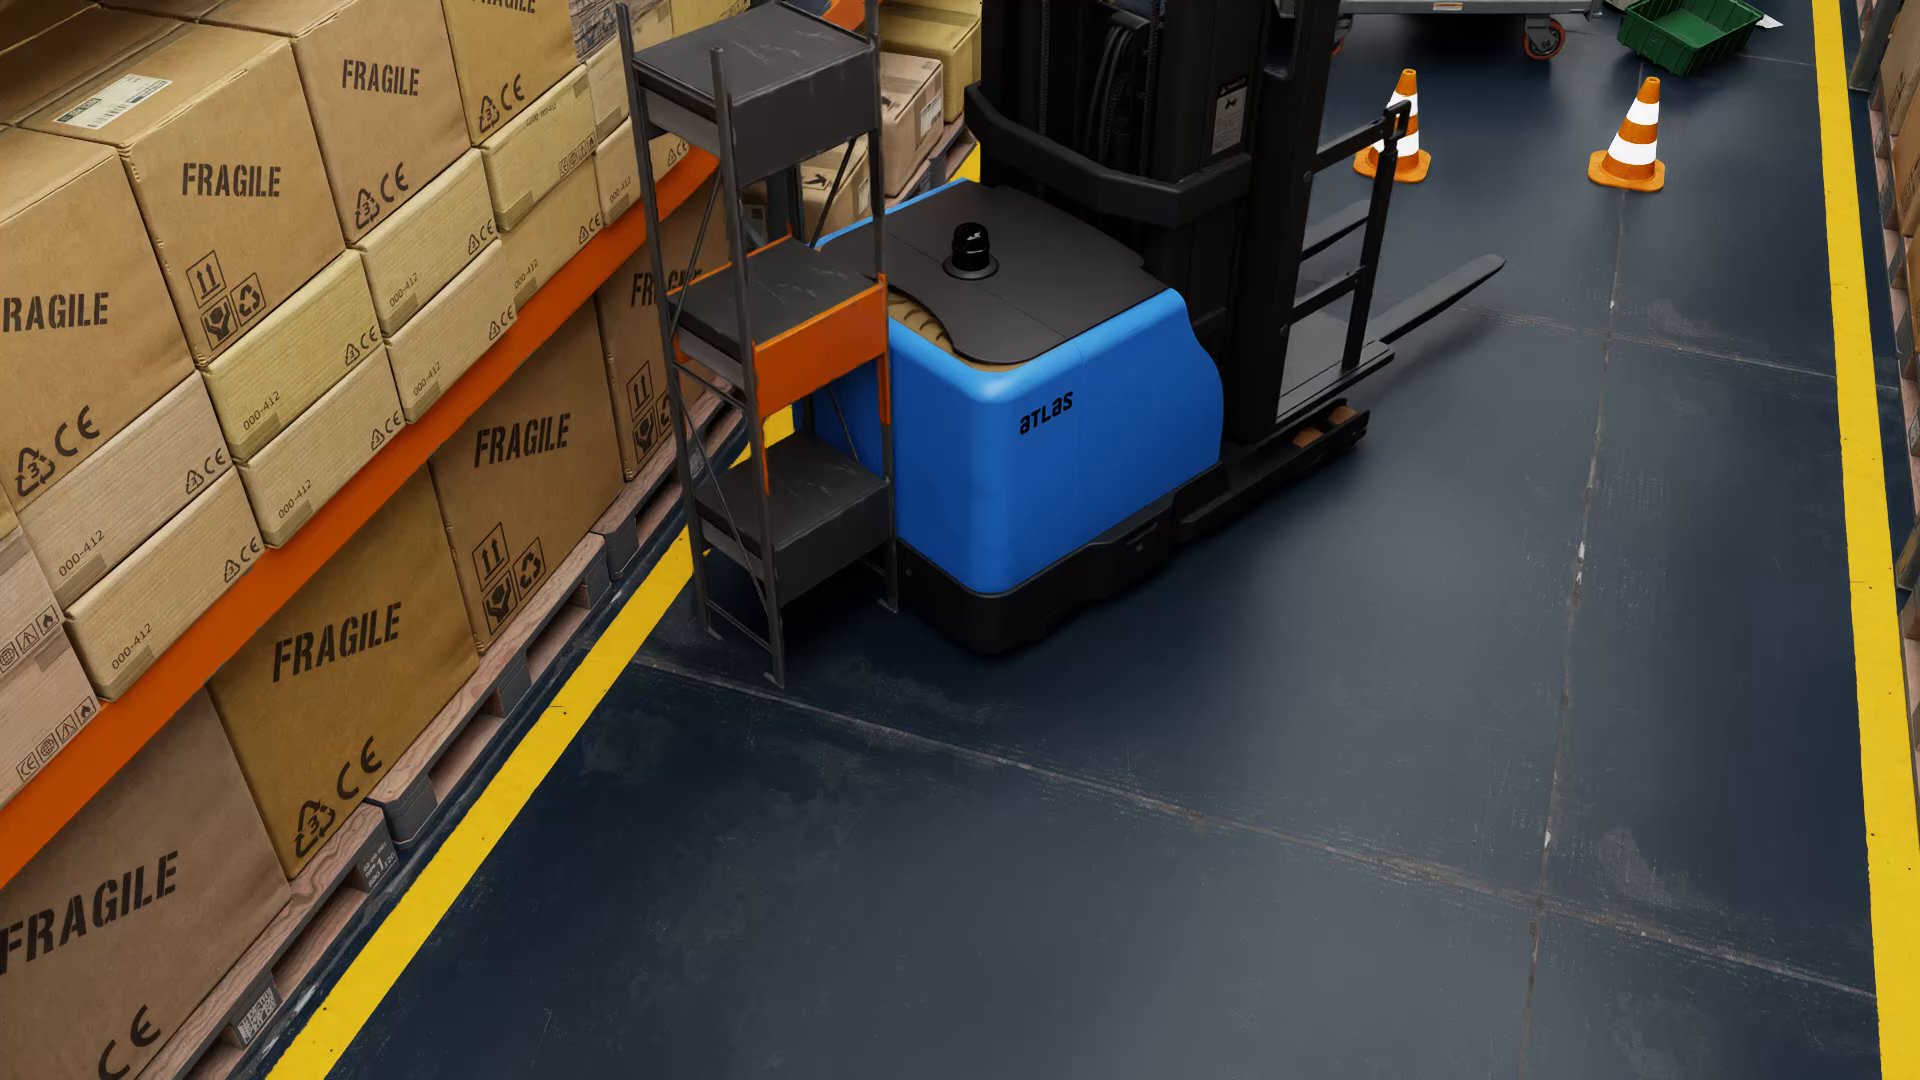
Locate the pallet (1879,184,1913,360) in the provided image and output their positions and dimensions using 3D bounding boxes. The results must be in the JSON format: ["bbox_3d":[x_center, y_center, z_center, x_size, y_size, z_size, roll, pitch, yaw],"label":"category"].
[{"bbox_3d":[4.378,-1.046,6.813,1.003,0.211,1.213,13,42,15],"label":"pallet"}]

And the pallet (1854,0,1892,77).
[{"bbox_3d":[5.320,-2.726,8.783,1.003,0.211,1.213,13,42,15],"label":"pallet"}]

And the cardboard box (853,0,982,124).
[{"bbox_3d":[-0.356,-2.353,7.898,0.950,0.372,0.625,15,43,17],"label":"cardboard box"}]

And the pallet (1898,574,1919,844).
[{"bbox_3d":[3.350,0.636,4.842,1.003,0.211,1.213,13,42,15],"label":"pallet"}]

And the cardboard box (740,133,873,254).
[{"bbox_3d":[-0.865,-1.440,6.828,0.950,0.372,0.625,11,42,12],"label":"cardboard box"}]

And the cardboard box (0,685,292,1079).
[{"bbox_3d":[-2.299,0.755,3.868,0.875,0.875,0.875,15,43,16],"label":"cardboard box"}]

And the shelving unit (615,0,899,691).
[{"bbox_3d":[-0.521,-0.534,4.758,0.431,2.100,0.503,33,50,32],"label":"shelving unit"}]

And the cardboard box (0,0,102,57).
[{"bbox_3d":[-2.157,-0.867,3.608,0.500,0.500,0.500,15,43,16],"label":"cardboard box"}]

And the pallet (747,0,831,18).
[{"bbox_3d":[-0.924,-2.323,6.310,1.213,0.211,1.003,13,42,15],"label":"pallet"}]

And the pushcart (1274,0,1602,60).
[{"bbox_3d":[2.460,-2.904,8.863,1.648,0.377,0.936,0,40,0],"label":"pushcart"}]

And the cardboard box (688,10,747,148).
[{"bbox_3d":[-0.997,-1.515,5.330,0.500,0.250,0.500,12,42,14],"label":"cardboard box"}]

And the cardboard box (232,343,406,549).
[{"bbox_3d":[-1.671,-0.276,3.878,0.500,0.250,0.500,13,42,15],"label":"cardboard box"}]

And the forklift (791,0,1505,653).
[{"bbox_3d":[0.863,-1.584,5.349,3.031,2.935,1.130,-30,49,-31],"label":"forklift"}]

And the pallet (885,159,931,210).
[{"bbox_3d":[-0.799,-1.353,7.174,1.003,0.211,1.213,13,42,15],"label":"pallet"}]

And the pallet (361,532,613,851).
[{"bbox_3d":[-1.827,0.329,5.202,1.003,0.211,1.213,13,42,15],"label":"pallet"}]

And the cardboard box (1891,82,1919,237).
[{"bbox_3d":[4.525,-1.658,6.792,1.050,0.750,0.750,13,42,15],"label":"cardboard box"}]

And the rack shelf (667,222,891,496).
[{"bbox_3d":[-0.521,-0.524,4.767,0.431,0.518,0.480,33,50,32],"label":"rack shelf"}]

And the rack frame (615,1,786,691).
[{"bbox_3d":[-0.693,-0.422,4.626,0.400,2.100,0.015,33,50,32],"label":"rack frame"}]

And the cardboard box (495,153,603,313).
[{"bbox_3d":[-1.344,-0.896,4.605,0.500,0.250,0.500,13,42,15],"label":"cardboard box"}]

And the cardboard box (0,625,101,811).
[{"bbox_3d":[-2.037,0.349,3.145,0.500,0.250,0.500,12,42,14],"label":"cardboard box"}]

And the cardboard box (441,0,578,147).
[{"bbox_3d":[-1.343,-1.367,4.193,0.500,0.500,0.500,13,42,15],"label":"cardboard box"}]

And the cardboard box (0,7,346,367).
[{"bbox_3d":[-1.693,-0.743,3.462,0.500,0.500,0.500,12,42,14],"label":"cardboard box"}]

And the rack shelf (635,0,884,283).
[{"bbox_3d":[-0.521,-1.056,4.313,0.431,0.518,0.480,33,50,32],"label":"rack shelf"}]

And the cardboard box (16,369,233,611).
[{"bbox_3d":[-1.868,-0.161,3.358,0.500,0.250,0.500,14,42,16],"label":"cardboard box"}]

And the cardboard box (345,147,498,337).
[{"bbox_3d":[-1.500,-0.772,4.074,0.500,0.250,0.500,12,42,14],"label":"cardboard box"}]

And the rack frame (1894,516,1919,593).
[{"bbox_3d":[3.618,-0.901,4.495,1.000,3.000,0.127,13,42,15],"label":"rack frame"}]

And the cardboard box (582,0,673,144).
[{"bbox_3d":[-1.167,-1.406,4.817,0.500,0.250,0.500,12,42,14],"label":"cardboard box"}]

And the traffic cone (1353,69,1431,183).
[{"bbox_3d":[2.032,-1.947,7.675,0.336,0.463,0.334,13,42,15],"label":"traffic cone"}]

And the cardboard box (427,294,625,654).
[{"bbox_3d":[-1.691,-0.343,5.155,0.875,0.875,0.875,14,42,16],"label":"cardboard box"}]

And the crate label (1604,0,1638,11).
[{"bbox_3d":[3.709,-3.015,9.178,0.298,0.136,0.250,-13,42,-15],"label":"crate label"}]

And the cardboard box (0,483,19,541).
[{"bbox_3d":[-2.015,-0.121,2.733,0.500,0.500,0.500,14,42,16],"label":"cardboard box"}]

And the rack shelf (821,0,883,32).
[{"bbox_3d":[-0.384,-2.884,7.373,1.077,0.370,4.000,13,42,15],"label":"rack shelf"}]
